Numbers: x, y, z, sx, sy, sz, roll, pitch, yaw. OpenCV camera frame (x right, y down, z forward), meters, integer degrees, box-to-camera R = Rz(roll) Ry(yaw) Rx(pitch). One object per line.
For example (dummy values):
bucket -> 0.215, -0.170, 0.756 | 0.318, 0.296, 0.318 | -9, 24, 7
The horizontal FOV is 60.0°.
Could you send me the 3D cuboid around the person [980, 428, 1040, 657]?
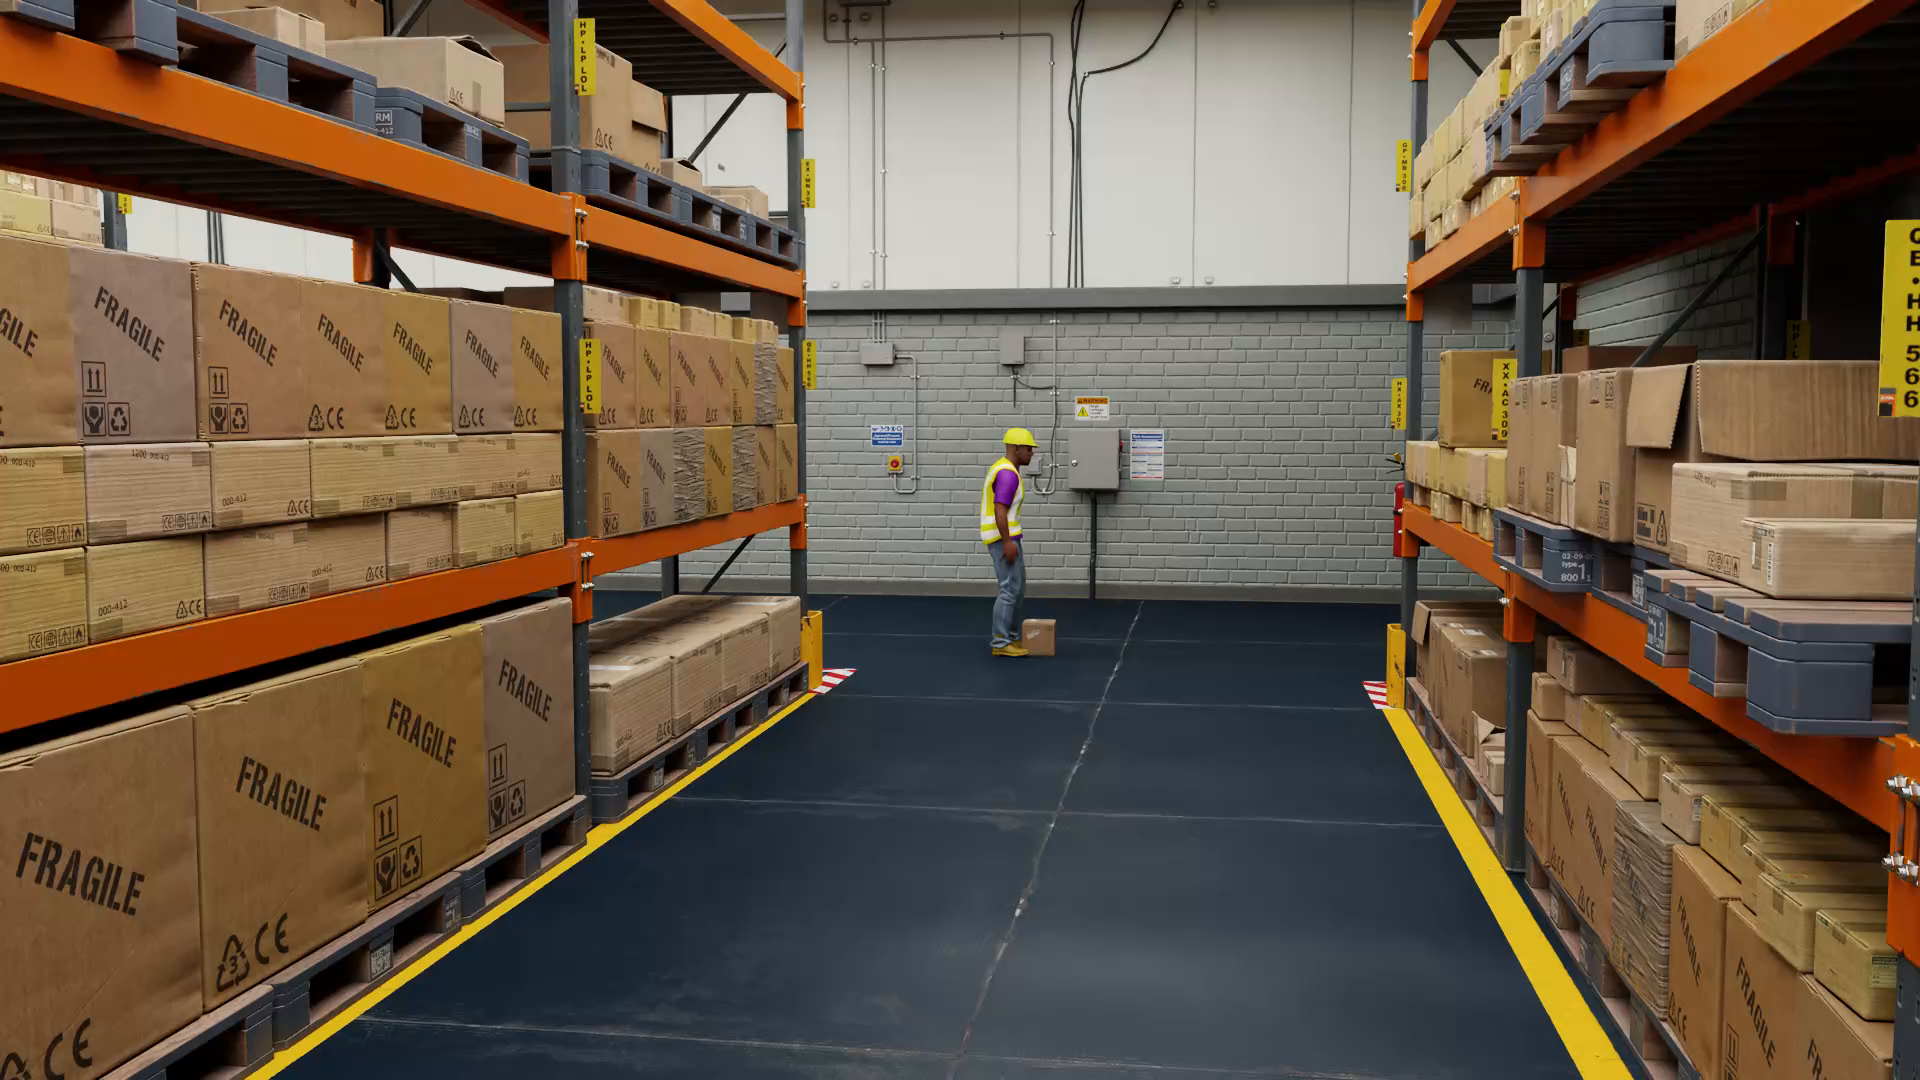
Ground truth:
person -> 0.389, 0.007, 12.952 | 0.462, 1.758, 0.623 | 0, 4, 6
